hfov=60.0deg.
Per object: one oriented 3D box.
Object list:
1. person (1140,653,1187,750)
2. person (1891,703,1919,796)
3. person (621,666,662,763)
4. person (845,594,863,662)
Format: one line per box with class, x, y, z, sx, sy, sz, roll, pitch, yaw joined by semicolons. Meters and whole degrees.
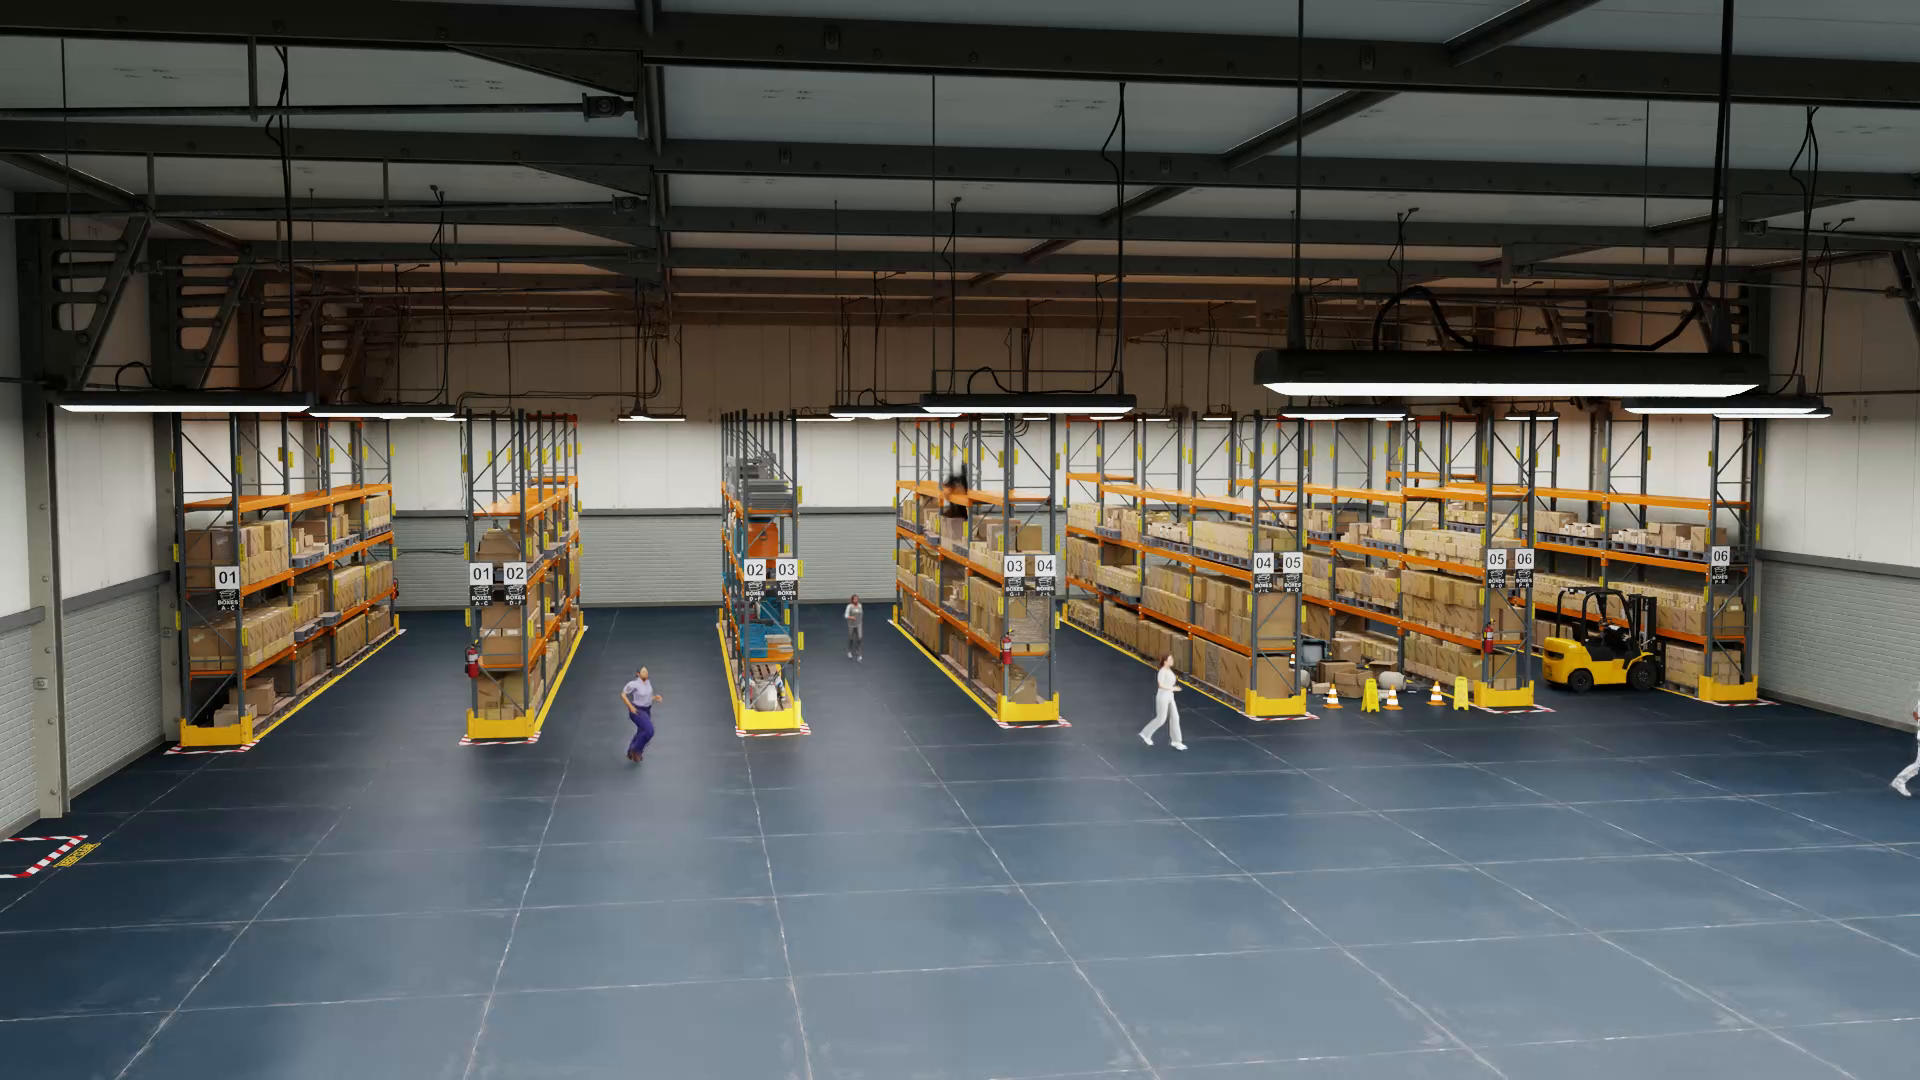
person;3.605;2.836;29.377;0.853;1.697;0.583;2;4;28
person;14.683;3.046;25.139;0.937;1.784;0.678;3;5;39
person;-5.364;2.951;28.193;0.628;1.644;0.580;1;4;19
person;-2.567;2.124;40.241;0.490;1.643;0.776;-1;4;-18
